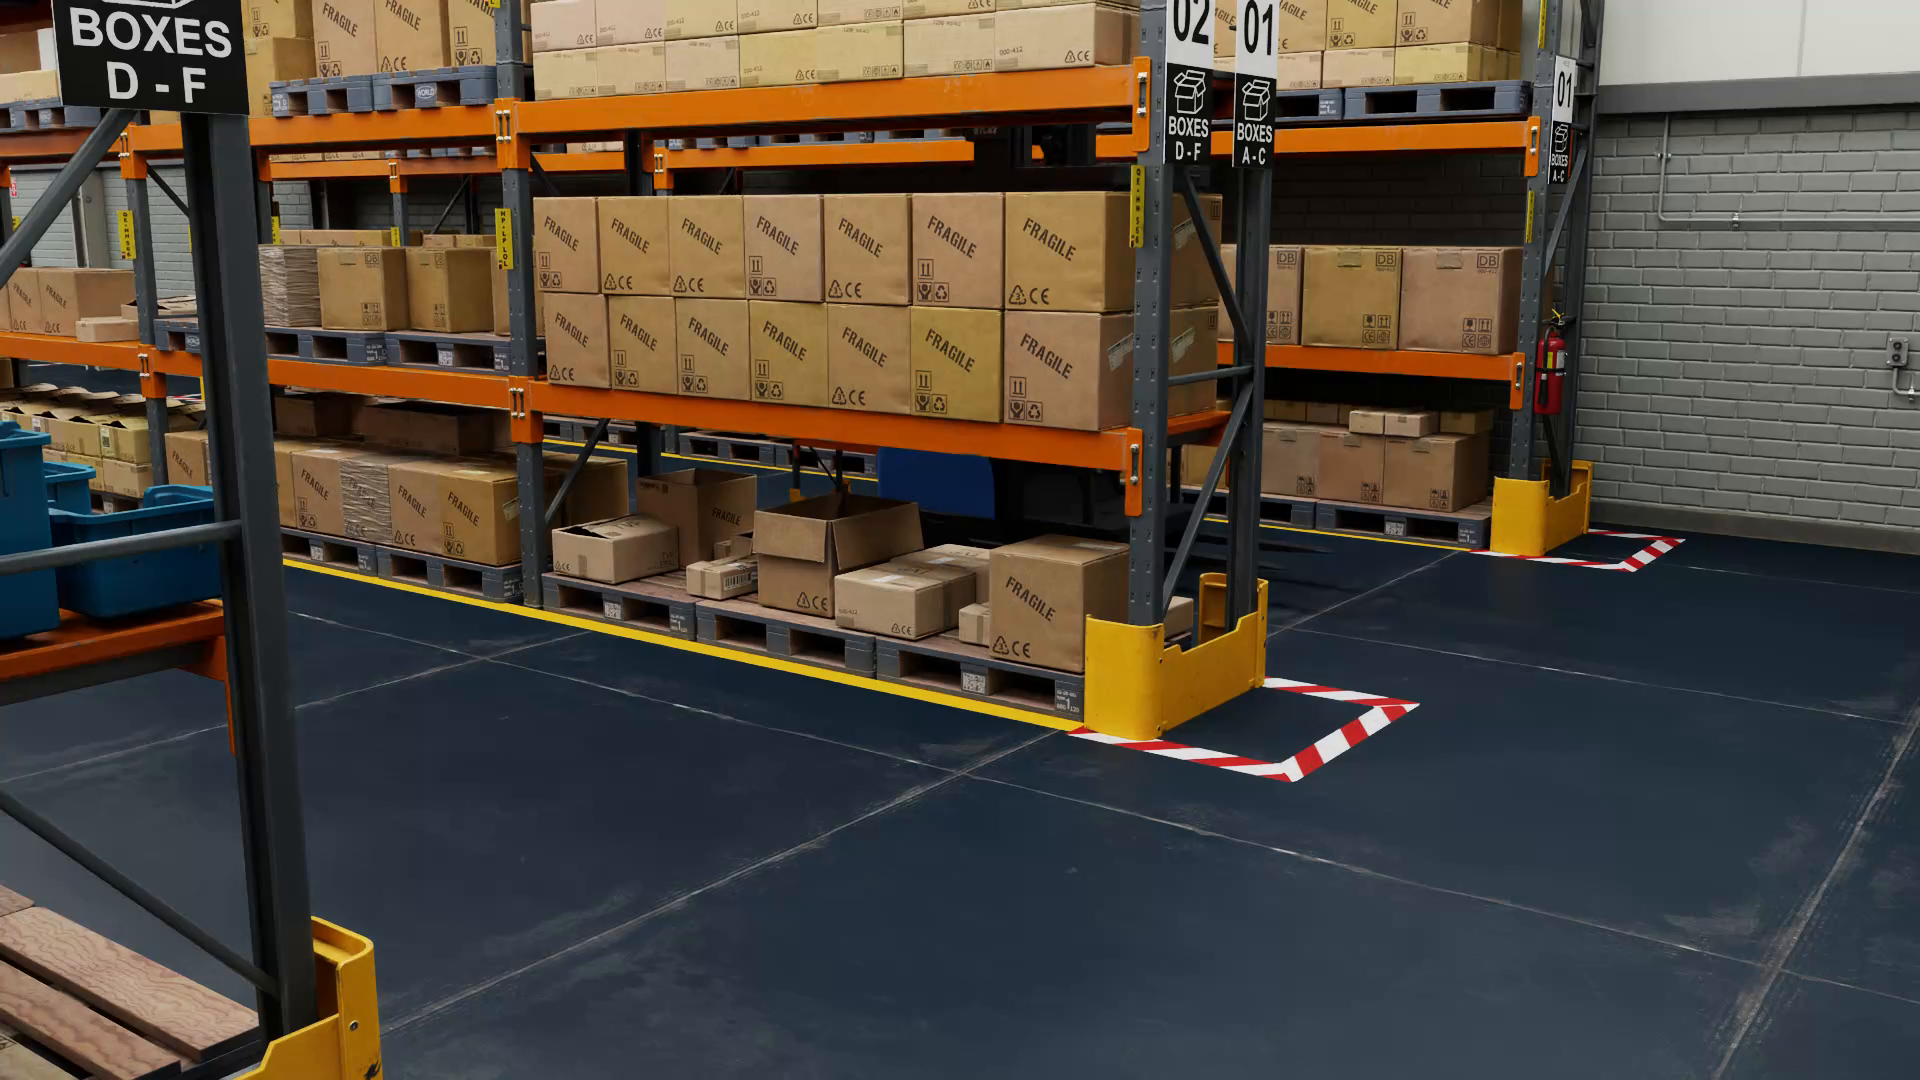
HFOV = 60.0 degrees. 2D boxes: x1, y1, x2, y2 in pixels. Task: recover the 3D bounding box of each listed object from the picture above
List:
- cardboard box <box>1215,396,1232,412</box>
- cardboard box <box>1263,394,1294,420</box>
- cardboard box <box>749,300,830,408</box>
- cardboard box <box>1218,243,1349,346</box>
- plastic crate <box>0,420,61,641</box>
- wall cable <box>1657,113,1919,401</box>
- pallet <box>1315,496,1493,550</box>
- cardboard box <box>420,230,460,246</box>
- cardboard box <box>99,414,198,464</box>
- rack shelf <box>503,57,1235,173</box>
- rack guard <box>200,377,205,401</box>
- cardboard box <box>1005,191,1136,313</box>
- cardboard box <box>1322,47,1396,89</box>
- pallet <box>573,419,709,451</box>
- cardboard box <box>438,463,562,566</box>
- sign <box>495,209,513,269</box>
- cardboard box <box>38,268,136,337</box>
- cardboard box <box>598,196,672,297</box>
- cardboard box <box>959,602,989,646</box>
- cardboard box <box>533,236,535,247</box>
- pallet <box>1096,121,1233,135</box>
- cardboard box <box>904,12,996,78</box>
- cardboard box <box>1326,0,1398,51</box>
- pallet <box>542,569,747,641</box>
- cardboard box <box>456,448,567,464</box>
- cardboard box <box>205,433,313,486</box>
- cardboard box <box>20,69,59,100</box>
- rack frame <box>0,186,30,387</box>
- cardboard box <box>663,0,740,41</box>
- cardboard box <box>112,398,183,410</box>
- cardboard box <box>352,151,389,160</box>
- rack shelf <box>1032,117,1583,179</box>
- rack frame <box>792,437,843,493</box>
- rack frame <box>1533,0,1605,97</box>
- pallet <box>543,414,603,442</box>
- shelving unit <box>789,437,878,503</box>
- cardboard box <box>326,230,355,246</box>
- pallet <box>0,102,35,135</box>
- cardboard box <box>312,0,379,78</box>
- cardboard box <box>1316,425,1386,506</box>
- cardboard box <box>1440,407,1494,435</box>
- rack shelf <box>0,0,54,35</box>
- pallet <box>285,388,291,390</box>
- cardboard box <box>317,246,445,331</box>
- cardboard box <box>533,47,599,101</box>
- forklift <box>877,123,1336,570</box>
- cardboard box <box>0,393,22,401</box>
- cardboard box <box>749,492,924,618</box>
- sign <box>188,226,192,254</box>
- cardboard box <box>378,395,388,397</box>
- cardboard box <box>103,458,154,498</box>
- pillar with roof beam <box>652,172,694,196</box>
[{"bbox_3d":[1.899,-0.991,12.521,0.250,0.149,0.380,7,13,34],"label":"cardboard box"},{"bbox_3d":[2.361,-1.017,12.655,0.250,0.149,0.380,8,13,35],"label":"cardboard box"},{"bbox_3d":[-0.684,-0.939,8.222,0.500,0.500,0.500,8,13,35],"label":"cardboard box"},{"bbox_3d":[2.373,-1.839,12.347,0.700,0.700,0.980,7,13,33],"label":"cardboard box"},{"bbox_3d":[-2.252,-0.008,3.421,0.499,0.435,0.616,8,13,36],"label":"plastic crate"},{"bbox_3d":[5.584,-1.968,11.131,1.851,1.984,0.084,8,13,36],"label":"wall cable"},{"bbox_3d":[3.301,-0.177,11.891,1.213,0.211,1.003,8,13,36],"label":"pallet"},{"bbox_3d":[-5.935,-3.207,18.576,0.500,0.500,0.500,8,13,34],"label":"cardboard box"},{"bbox_3d":[-5.953,-0.762,12.228,0.500,0.311,0.500,8,14,37],"label":"cardboard box"},{"bbox_3d":[-0.549,-2.054,8.247,4.000,0.370,1.077,8,13,36],"label":"rack shelf"},{"bbox_3d":[-8.843,-2.032,20.715,0.348,0.500,1.175,8,13,36],"label":"rack guard"},{"bbox_3d":[0.542,-1.258,7.238,0.500,0.500,0.500,8,13,35],"label":"cardboard box"},{"bbox_3d":[2.825,-3.223,11.420,0.500,0.250,0.500,7,13,33],"label":"cardboard box"},{"bbox_3d":[-3.085,-1.087,16.592,1.213,0.211,1.003,8,13,36],"label":"pallet"},{"bbox_3d":[-2.728,-0.160,9.881,0.500,0.500,0.500,8,13,35],"label":"cardboard box"},{"bbox_3d":[-2.487,-1.643,9.074,0.005,0.325,0.100,8,13,36],"label":"sign"},{"bbox_3d":[-6.747,-1.844,12.903,0.500,0.500,0.500,7,13,33],"label":"cardboard box"},{"bbox_3d":[-1.532,-1.545,8.725,0.500,0.500,0.500,7,13,34],"label":"cardboard box"},{"bbox_3d":[0.206,0.383,7.956,0.250,0.166,0.380,8,13,36],"label":"cardboard box"},{"bbox_3d":[-3.858,-2.821,16.793,0.500,0.500,0.700,8,13,36],"label":"cardboard box"},{"bbox_3d":[1.421,-3.254,12.788,1.213,0.211,1.003,8,13,36],"label":"pallet"},{"bbox_3d":[0.096,-2.184,7.420,0.500,0.250,0.500,8,13,36],"label":"cardboard box"},{"bbox_3d":[2.844,-3.589,11.341,0.500,0.500,0.500,8,14,37],"label":"cardboard box"},{"bbox_3d":[-1.608,0.287,9.491,1.213,0.211,1.003,8,13,36],"label":"pallet"},{"bbox_3d":[-2.843,-0.298,10.596,0.500,0.500,0.500,8,14,36],"label":"cardboard box"},{"bbox_3d":[-4.762,-0.445,11.355,0.500,0.500,0.500,7,13,33],"label":"cardboard box"},{"bbox_3d":[-6.672,-3.379,12.490,0.500,0.250,0.500,8,13,34],"label":"cardboard box"},{"bbox_3d":[-8.609,-2.059,14.275,0.127,3.000,1.000,8,13,36],"label":"rack frame"},{"bbox_3d":[-1.116,-2.597,8.239,0.500,0.250,0.500,8,13,36],"label":"cardboard box"},{"bbox_3d":[-6.471,-0.960,13.252,0.500,0.311,0.500,7,13,34],"label":"cardboard box"},{"bbox_3d":[-6.235,-4.368,18.000,0.500,0.500,0.500,8,14,37],"label":"cardboard box"},{"bbox_3d":[2.380,-2.813,12.169,4.000,0.370,1.077,8,13,36],"label":"rack shelf"},{"bbox_3d":[-1.053,-0.907,12.267,0.032,1.500,0.500,9,14,39],"label":"rack frame"},{"bbox_3d":[3.992,-4.414,10.653,0.127,3.000,1.000,8,13,36],"label":"rack frame"},{"bbox_3d":[-4.064,-1.224,17.302,1.213,0.211,1.003,8,13,36],"label":"pallet"},{"bbox_3d":[-0.653,-0.844,11.944,1.083,1.500,0.587,9,14,39],"label":"shelving unit"},{"bbox_3d":[-6.650,-3.183,18.453,0.500,0.500,0.500,8,13,35],"label":"cardboard box"},{"bbox_3d":[-6.888,-3.177,12.654,1.213,0.211,1.003,9,14,38],"label":"pallet"},{"bbox_3d":[-3.600,-3.154,10.406,0.600,0.600,0.600,7,13,33],"label":"cardboard box"},{"bbox_3d":[2.965,-0.567,12.039,0.500,0.500,0.700,8,13,35],"label":"cardboard box"},{"bbox_3d":[3.588,-0.846,11.772,0.250,0.149,0.380,8,14,36],"label":"cardboard box"},{"bbox_3d":[-3.484,-1.296,4.329,4.000,0.370,1.077,8,13,36],"label":"rack shelf"},{"bbox_3d":[-8.209,-1.793,20.242,1.213,0.211,1.003,8,13,36],"label":"pallet"},{"bbox_3d":[-3.622,-1.604,10.554,0.500,0.500,0.700,4,12,21],"label":"cardboard box"},{"bbox_3d":[-1.916,-2.466,8.876,0.500,0.250,0.500,8,13,36],"label":"cardboard box"},{"bbox_3d":[0.888,-1.287,10.468,3.031,2.935,1.130,9,14,39],"label":"forklift"},{"bbox_3d":[-8.023,-1.049,13.710,0.500,0.311,0.500,8,13,35],"label":"cardboard box"},{"bbox_3d":[-0.644,0.061,8.733,0.637,0.503,0.797,8,13,36],"label":"cardboard box"},{"bbox_3d":[-9.225,-3.609,20.010,0.005,0.325,0.100,8,13,36],"label":"sign"},{"bbox_3d":[-6.540,-1.917,18.964,0.500,0.500,0.500,7,13,31],"label":"cardboard box"},{"bbox_3d":[-5.953,-0.487,12.284,0.500,0.250,0.500,8,14,37],"label":"cardboard box"},{"bbox_3d":[-5.540,-4.933,13.336,0.400,9.000,9.100,8,13,36],"label":"pillar with roof beam"}]
